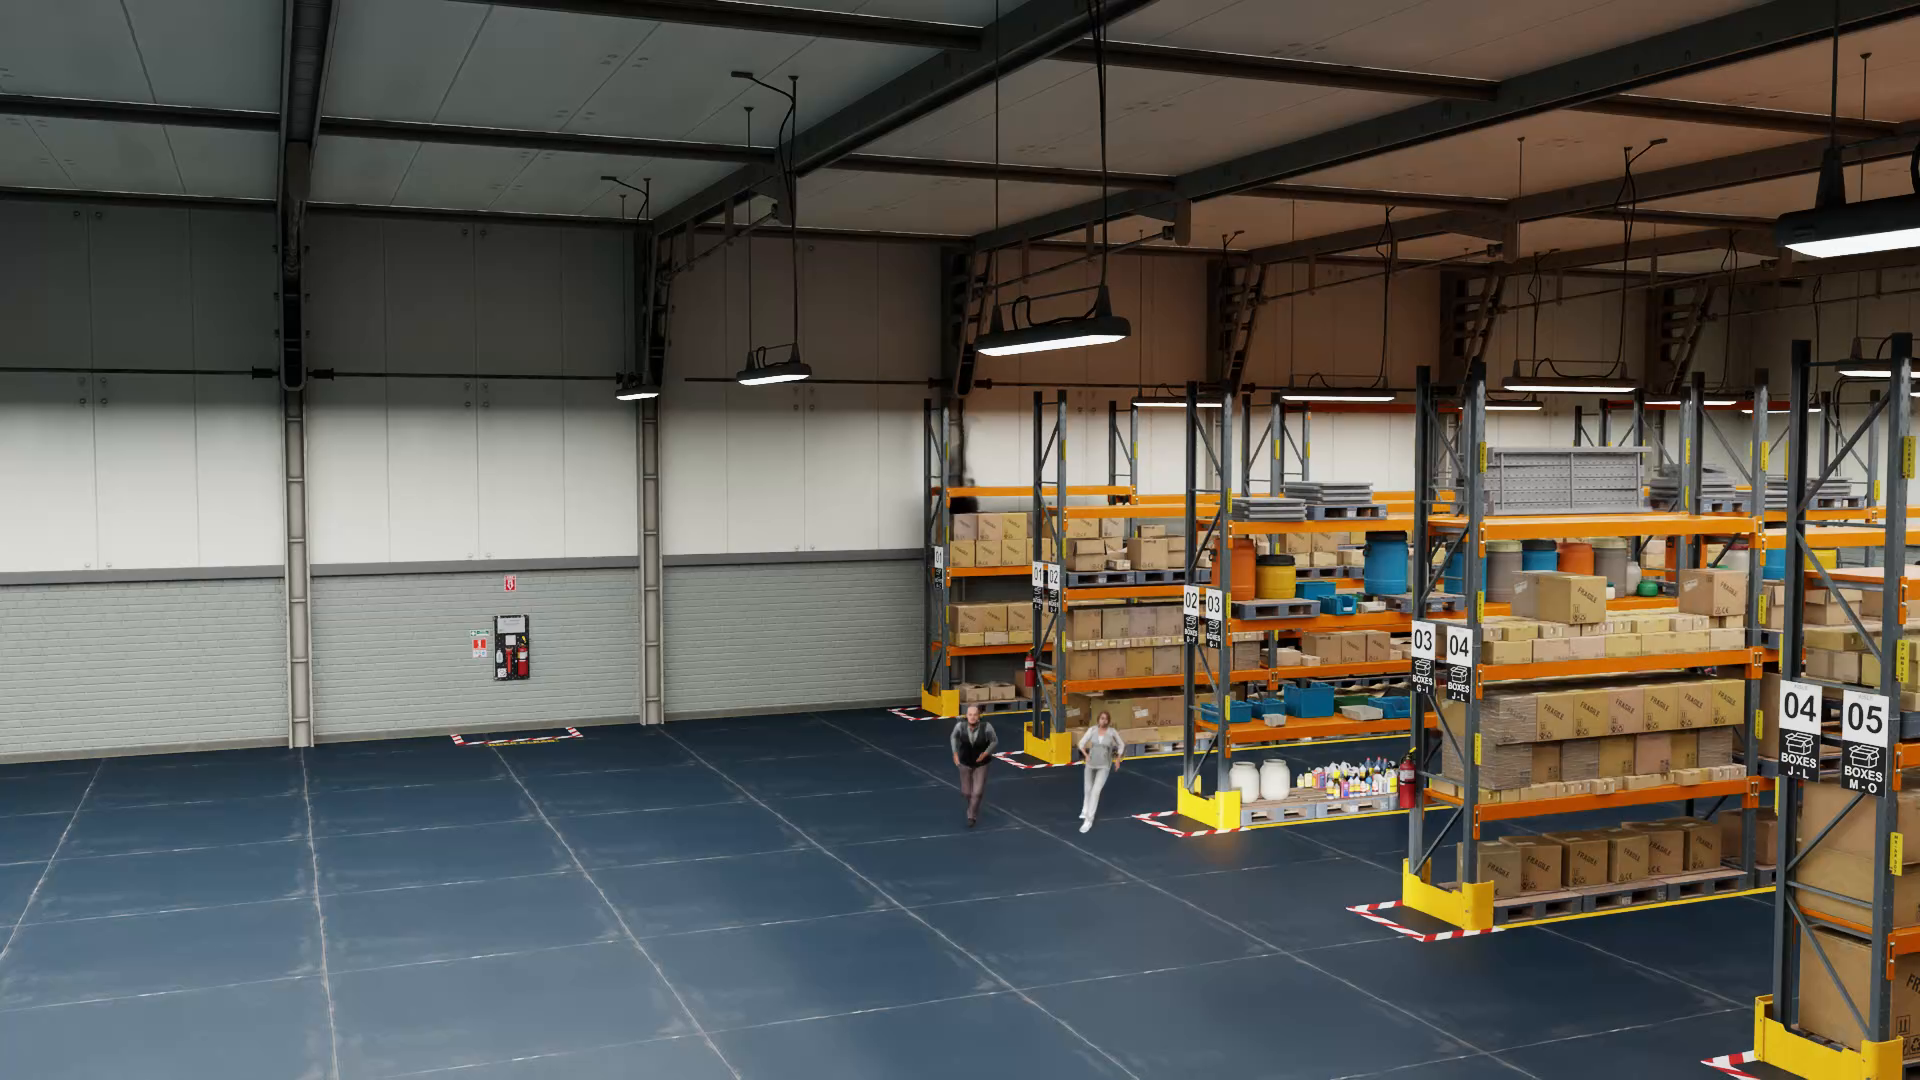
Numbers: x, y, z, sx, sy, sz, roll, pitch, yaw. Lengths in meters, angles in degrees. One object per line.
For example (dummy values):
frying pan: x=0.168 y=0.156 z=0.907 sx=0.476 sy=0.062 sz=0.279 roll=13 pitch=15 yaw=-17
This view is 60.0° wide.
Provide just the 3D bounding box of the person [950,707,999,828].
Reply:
person: x=0.195 y=3.037 z=22.469 sx=0.653 sy=1.659 sz=0.757 roll=0 pitch=3 yaw=2

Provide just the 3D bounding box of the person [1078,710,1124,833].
person: x=1.856 y=3.055 z=22.232 sx=0.612 sy=1.578 sz=0.860 roll=1 pitch=4 yaw=16

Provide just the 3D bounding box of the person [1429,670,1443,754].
person: x=7.737 y=2.753 z=27.307 sx=0.599 sy=1.633 sz=0.581 roll=-2 pitch=4 yaw=-27
